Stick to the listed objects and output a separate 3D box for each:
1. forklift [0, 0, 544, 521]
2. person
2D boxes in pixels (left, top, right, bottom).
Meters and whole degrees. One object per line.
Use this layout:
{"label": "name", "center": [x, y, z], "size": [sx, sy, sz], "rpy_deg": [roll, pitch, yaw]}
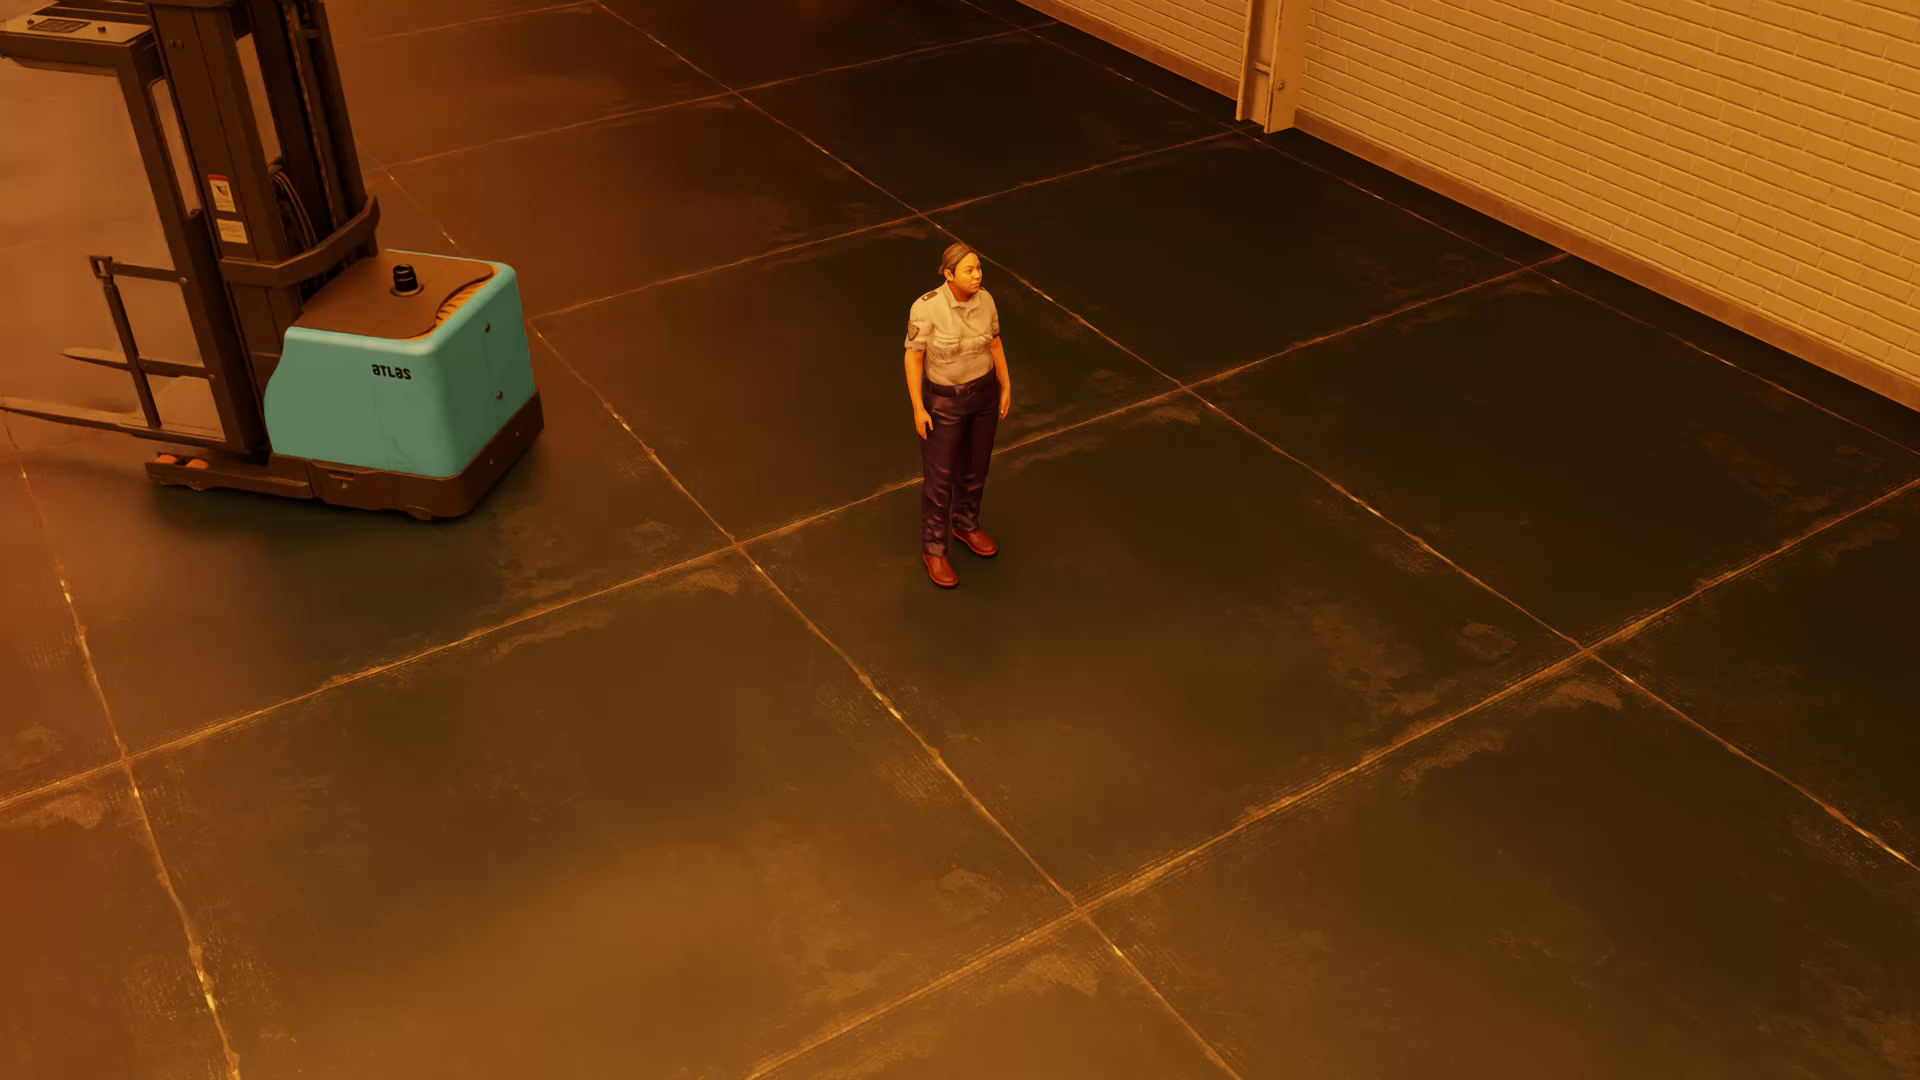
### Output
{"label": "forklift", "center": [-3.947, -1.755, 8.645], "size": [3.031, 2.935, 1.130], "rpy_deg": [8, 36, 12]}
{"label": "person", "center": [0.030, -0.629, 8.147], "size": [0.598, 1.651, 0.502], "rpy_deg": [-21, 40, -27]}
